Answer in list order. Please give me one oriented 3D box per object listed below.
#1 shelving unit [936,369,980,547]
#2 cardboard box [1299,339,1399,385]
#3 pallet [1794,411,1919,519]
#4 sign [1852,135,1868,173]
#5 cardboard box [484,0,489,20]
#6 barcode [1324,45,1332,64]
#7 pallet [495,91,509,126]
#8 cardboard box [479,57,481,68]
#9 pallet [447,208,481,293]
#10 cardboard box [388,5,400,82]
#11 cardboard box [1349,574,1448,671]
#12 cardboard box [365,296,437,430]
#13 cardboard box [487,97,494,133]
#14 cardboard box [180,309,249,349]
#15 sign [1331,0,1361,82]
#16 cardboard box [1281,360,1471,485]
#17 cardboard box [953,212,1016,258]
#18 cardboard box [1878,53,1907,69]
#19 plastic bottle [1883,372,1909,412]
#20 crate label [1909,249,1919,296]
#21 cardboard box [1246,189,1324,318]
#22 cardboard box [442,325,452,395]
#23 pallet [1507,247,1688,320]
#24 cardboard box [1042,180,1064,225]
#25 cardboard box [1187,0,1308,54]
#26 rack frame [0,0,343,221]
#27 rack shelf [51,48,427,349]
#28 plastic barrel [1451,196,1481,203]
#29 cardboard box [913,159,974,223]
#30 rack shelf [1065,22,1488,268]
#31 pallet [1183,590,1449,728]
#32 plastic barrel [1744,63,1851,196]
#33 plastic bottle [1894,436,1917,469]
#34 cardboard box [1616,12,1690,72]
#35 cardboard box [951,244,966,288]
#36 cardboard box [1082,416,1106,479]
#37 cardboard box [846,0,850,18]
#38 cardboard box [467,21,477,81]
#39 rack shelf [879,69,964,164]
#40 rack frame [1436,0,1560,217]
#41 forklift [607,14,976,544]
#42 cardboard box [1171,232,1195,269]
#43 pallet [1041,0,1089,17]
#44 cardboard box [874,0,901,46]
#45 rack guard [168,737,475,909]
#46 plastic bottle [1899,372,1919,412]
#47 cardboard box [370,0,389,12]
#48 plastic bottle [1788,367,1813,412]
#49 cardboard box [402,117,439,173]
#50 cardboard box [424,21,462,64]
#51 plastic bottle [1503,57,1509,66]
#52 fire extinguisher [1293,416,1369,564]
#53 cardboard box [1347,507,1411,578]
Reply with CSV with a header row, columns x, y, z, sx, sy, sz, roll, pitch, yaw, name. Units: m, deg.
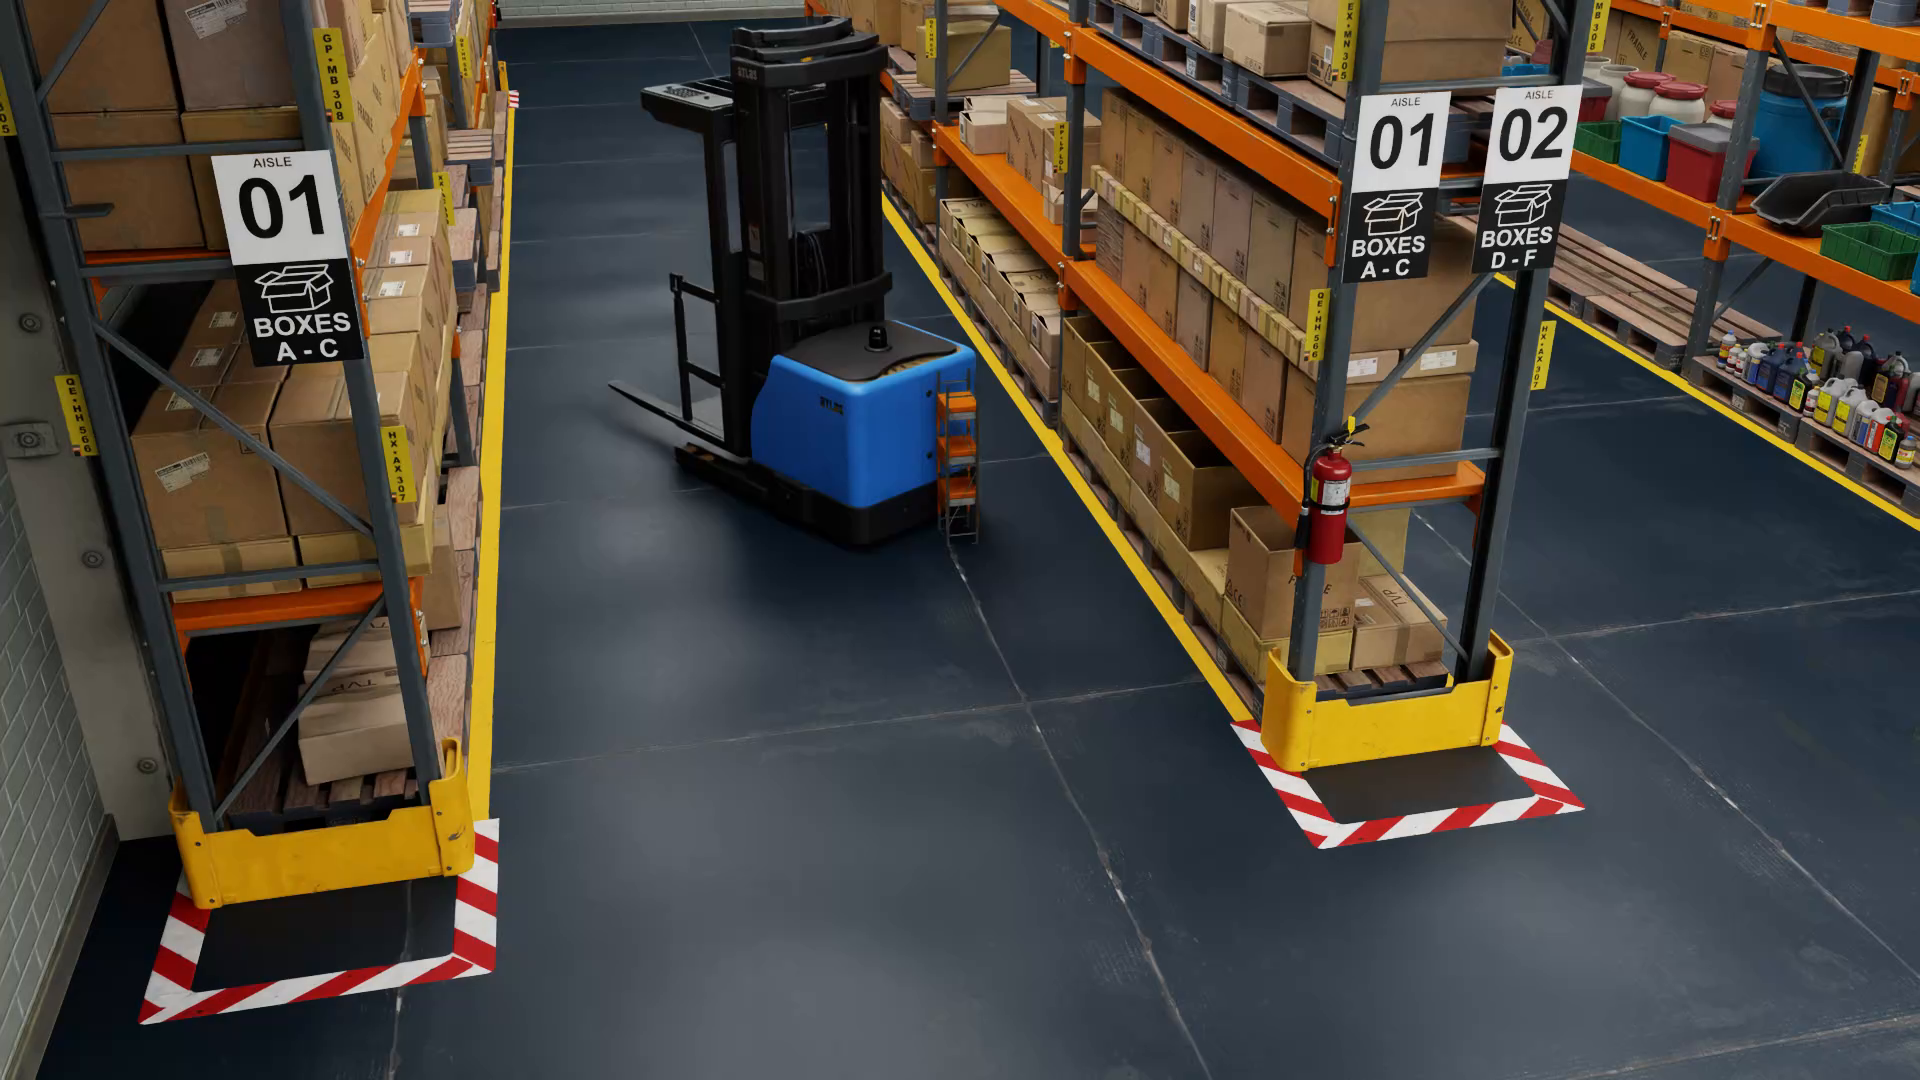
x,y,z,sx,sy,sz,roll,pitch,yaw,name
-0.012,-0.492,10.060,0.215,1.050,0.252,-6,27,-12,shelving unit
1.813,-0.841,7.756,0.380,0.149,0.250,-6,27,-12,cardboard box
6.399,-0.535,11.076,1.003,0.211,1.213,-6,27,-12,pallet
6.548,-2.790,12.142,0.100,0.325,0.005,-6,27,-12,sign
-6.047,-6.470,19.407,0.980,0.700,0.700,-6,27,-12,cardboard box
1.547,-2.040,6.989,0.001,0.075,0.075,-6,27,-12,barcode
-6.090,-5.290,20.496,1.003,0.211,1.213,-6,27,-12,pallet
-5.013,-4.790,16.668,0.380,0.149,0.250,-5,27,-11,cardboard box
-3.673,-1.874,10.847,1.003,0.211,1.213,-6,27,-12,pallet
-3.186,-2.582,8.575,0.500,0.500,0.500,-8,28,-16,cardboard box
2.181,0.424,8.667,0.500,0.250,0.500,-6,27,-12,cardboard box
-2.767,-0.816,7.849,0.500,0.500,0.500,-7,28,-13,cardboard box
-5.624,-4.753,18.645,0.700,0.500,0.500,-6,27,-12,cardboard box
-3.279,-0.764,7.747,0.500,0.500,0.500,-7,28,-13,cardboard box
1.553,-2.008,6.676,0.100,0.325,0.005,-6,27,-12,sign
1.992,-0.609,8.017,0.700,0.500,0.500,-6,27,-12,cardboard box
0.240,-2.591,14.018,0.500,0.311,0.500,-7,28,-13,cardboard box
9.581,-5.111,16.935,0.500,0.500,0.500,-5,27,-10,cardboard box
6.481,-1.037,11.502,0.061,0.283,0.133,-6,27,-12,plastic bottle
6.233,-1.656,10.162,0.502,0.435,0.616,-6,27,-12,crate label
1.856,-1.442,8.227,0.700,0.500,0.500,-7,28,-13,cardboard box
-3.008,-0.936,8.919,0.500,0.250,0.500,-6,27,-12,cardboard box
5.517,-2.248,14.470,1.003,0.211,1.213,-6,27,-12,pallet
0.806,-2.422,11.868,0.396,0.266,0.258,-7,28,-13,cardboard box
1.443,-2.630,8.281,0.500,0.311,0.500,-3,27,-6,cardboard box
-2.741,-2.532,5.279,1.000,3.000,0.127,-6,27,-12,rack frame
-3.191,-1.749,7.857,1.077,0.370,4.000,-6,27,-12,rack shelf
4.982,-3.803,16.399,0.600,0.830,0.708,-6,27,-12,plastic barrel
-0.158,-3.337,15.819,0.500,0.500,0.500,-5,27,-10,cardboard box
1.634,-2.254,8.856,1.077,0.370,4.000,-6,27,-12,rack shelf
1.872,0.555,8.916,1.003,0.211,1.213,-6,27,-12,pallet
6.218,-3.040,12.387,0.600,0.901,0.708,-6,27,-12,plastic barrel
6.070,-0.568,10.665,0.097,0.201,0.097,0,27,0,plastic bottle
8.962,-6.167,21.032,0.875,0.875,0.875,-6,27,-12,cardboard box
0.228,-2.350,14.162,0.500,0.250,0.500,-7,28,-13,cardboard box
1.100,-0.620,10.734,0.500,0.250,0.500,-6,27,-12,cardboard box
-0.982,-5.864,18.428,0.500,0.500,0.500,-6,27,-11,cardboard box
-4.748,-4.468,15.309,0.500,0.500,0.500,-5,27,-10,cardboard box
-0.169,-4.427,16.490,1.077,0.370,4.000,-6,27,-12,rack shelf
5.109,-4.372,15.582,1.000,3.000,0.127,-6,27,-12,rack frame
-1.266,-1.855,10.672,1.130,2.935,3.031,-23,35,-38,forklift
1.408,-1.631,9.322,0.380,0.149,0.250,-6,27,-12,cardboard box
0.972,-3.754,11.242,0.805,0.209,1.217,-7,28,-14,pallet
-0.514,-5.332,16.908,0.700,0.500,0.500,-2,27,-3,cardboard box
-2.758,1.229,7.260,1.175,0.500,0.348,-6,27,-12,rack guard
6.585,-1.045,11.526,0.152,0.276,0.135,-5,27,-11,plastic bottle
-3.003,-2.788,7.874,0.500,0.500,0.500,-7,28,-13,cardboard box
5.827,-1.043,11.514,0.061,0.283,0.133,-5,27,-9,plastic bottle
-4.021,-2.609,11.492,0.700,0.500,0.500,-2,27,-5,cardboard box
-4.401,-4.125,13.798,0.500,0.250,0.500,-5,27,-10,cardboard box
5.178,-4.524,16.021,0.152,0.276,0.135,-6,27,-12,plastic bottle
1.659,-0.225,7.452,0.296,0.674,0.183,-6,27,-12,fire extinguisher
2.066,-0.130,8.932,0.500,0.500,0.500,-6,27,-12,cardboard box
